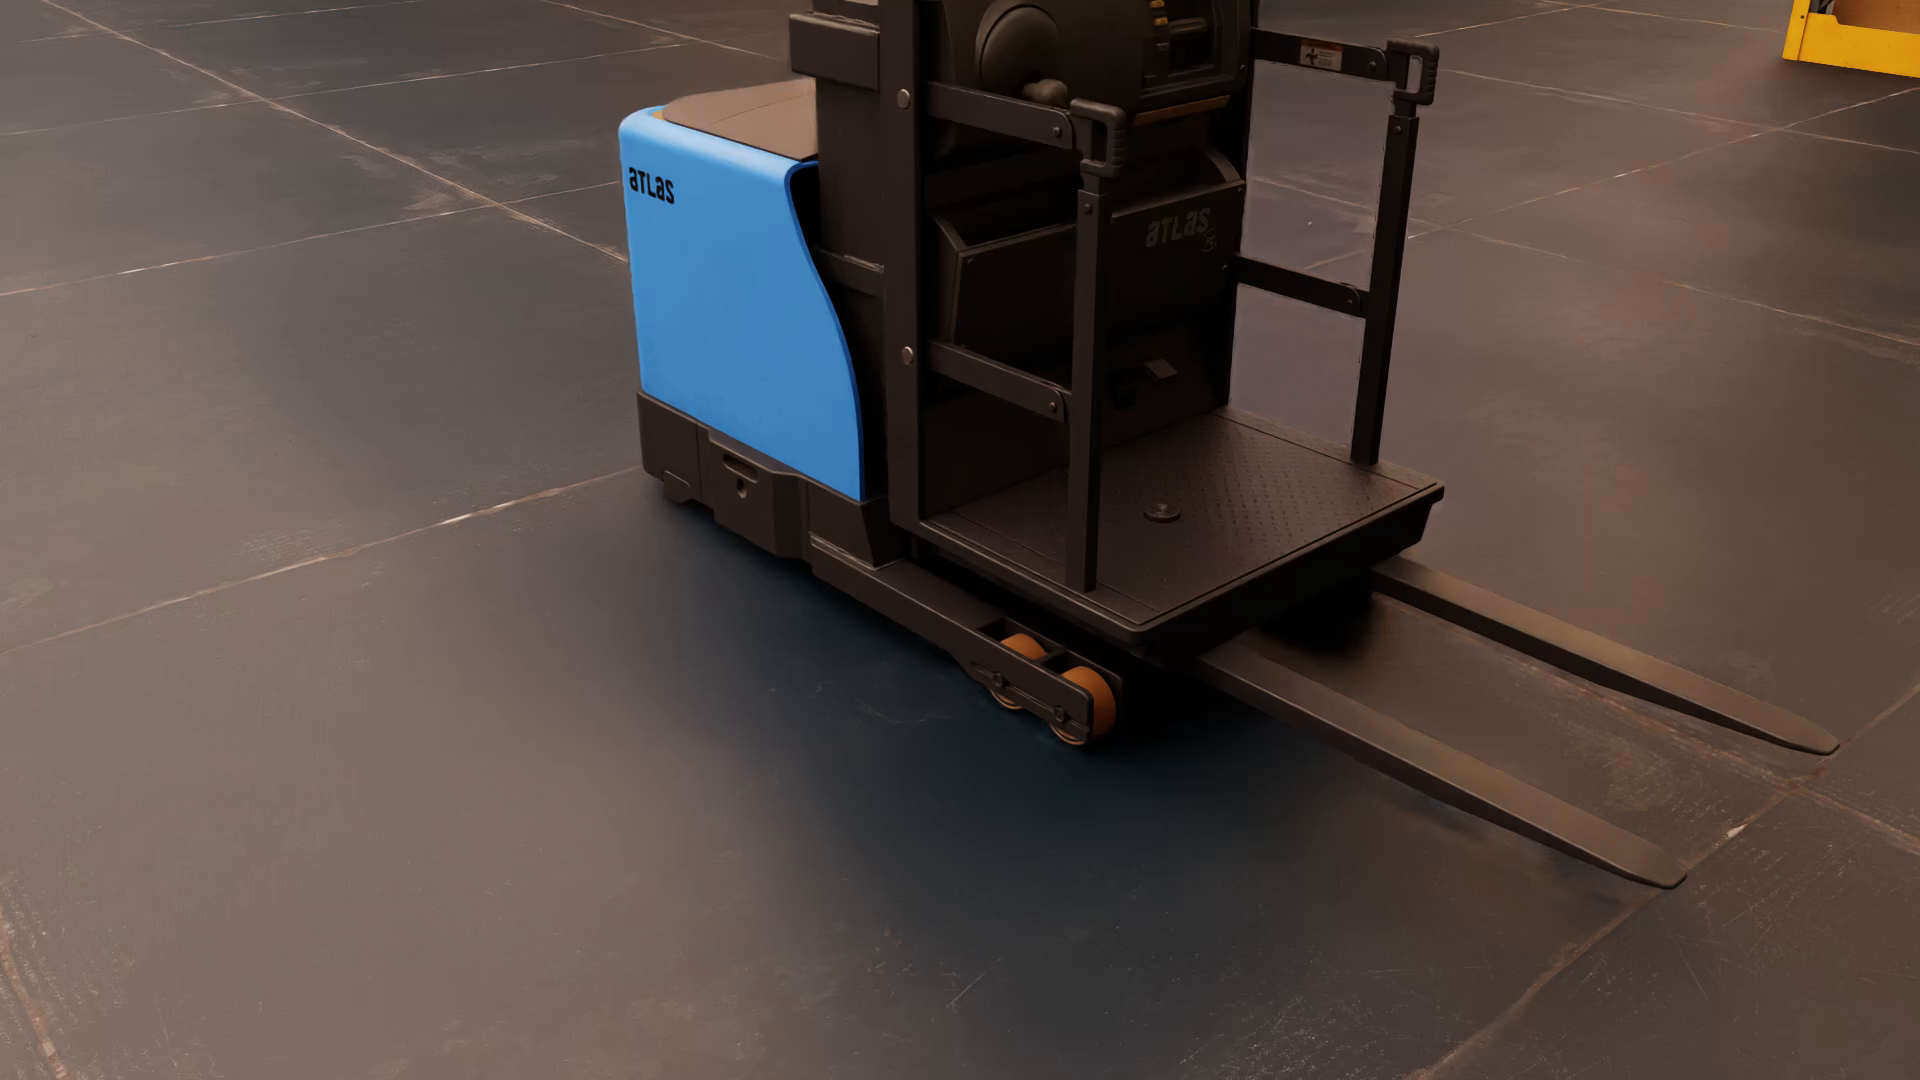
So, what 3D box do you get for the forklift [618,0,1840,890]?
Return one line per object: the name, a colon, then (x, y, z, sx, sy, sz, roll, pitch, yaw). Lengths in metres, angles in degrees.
forklift: (0.444, -1.125, 3.470, 1.130, 2.935, 3.031, -22, 34, -37)
